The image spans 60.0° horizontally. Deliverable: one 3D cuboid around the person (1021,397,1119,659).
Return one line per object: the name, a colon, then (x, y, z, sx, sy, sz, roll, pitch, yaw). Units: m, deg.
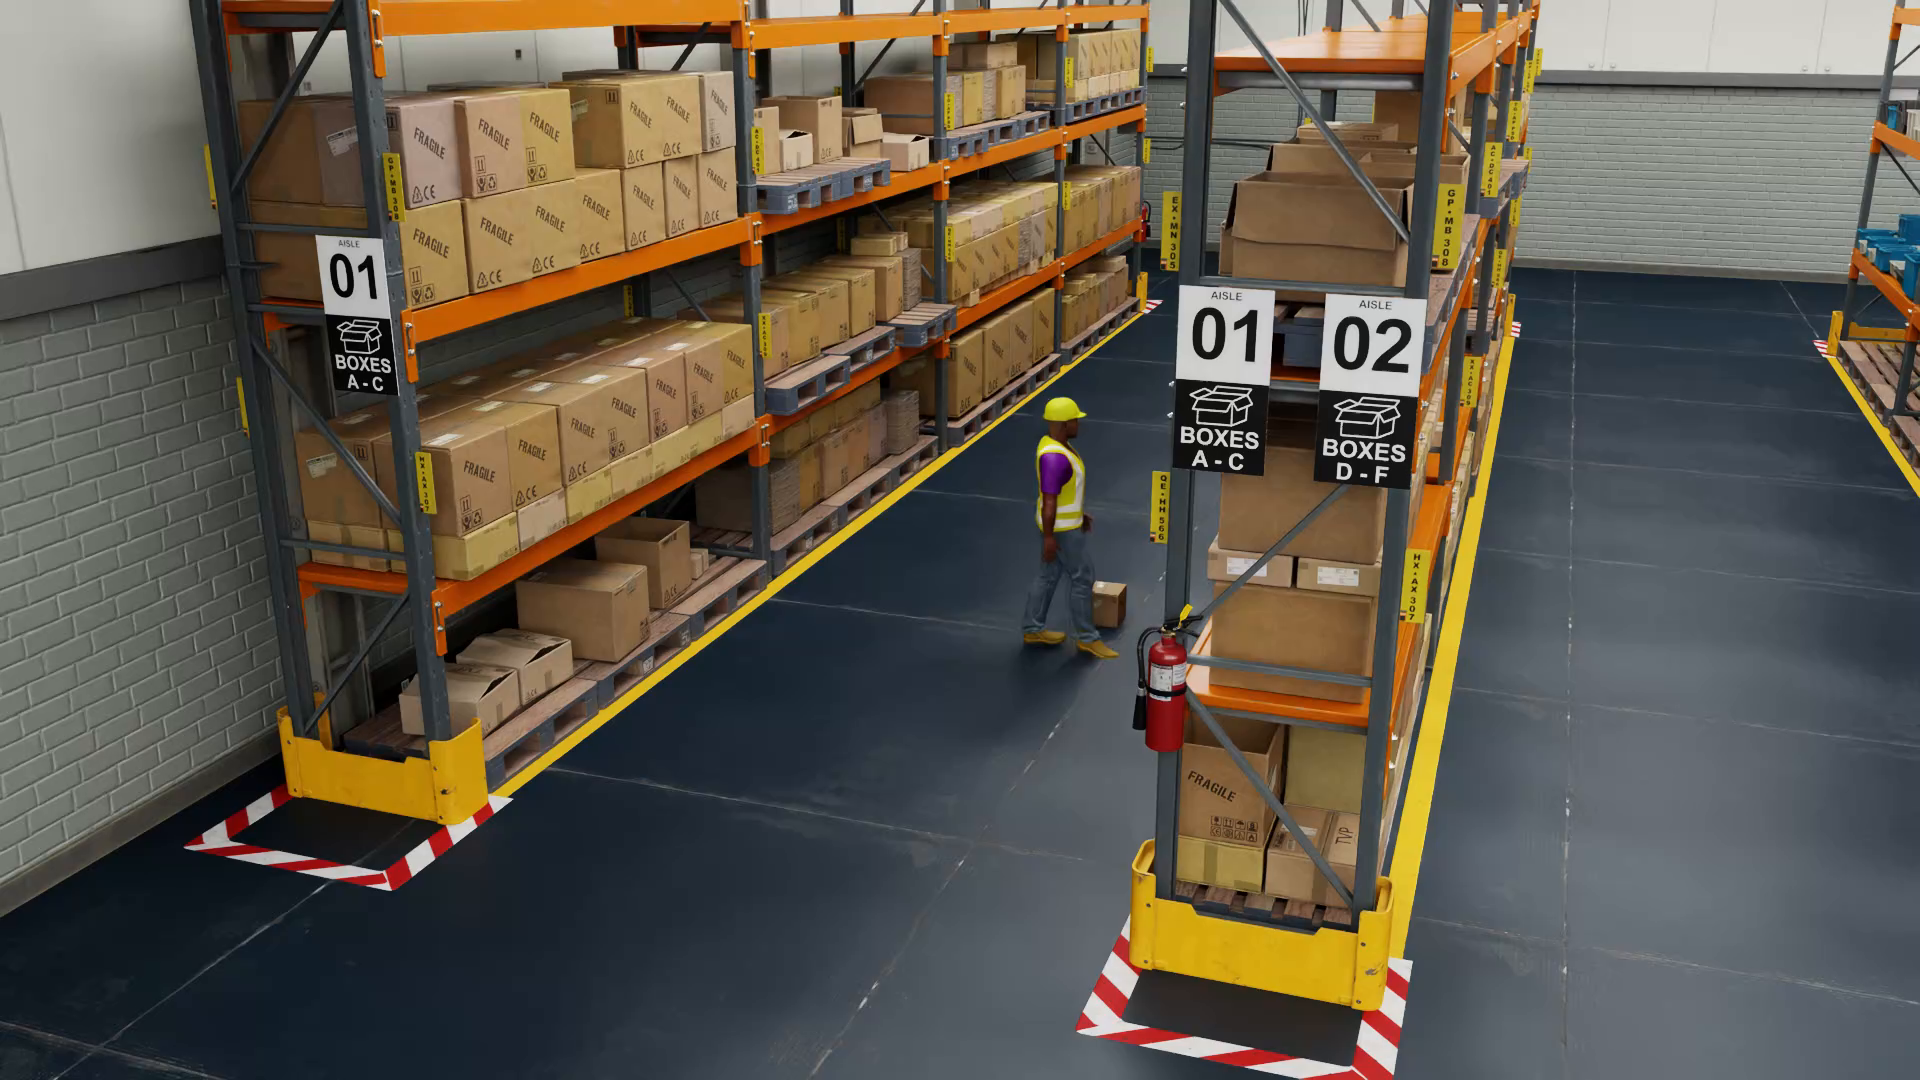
person: (0.755, -0.092, 11.303, 0.665, 1.792, 0.620, 0, 19, -1)
